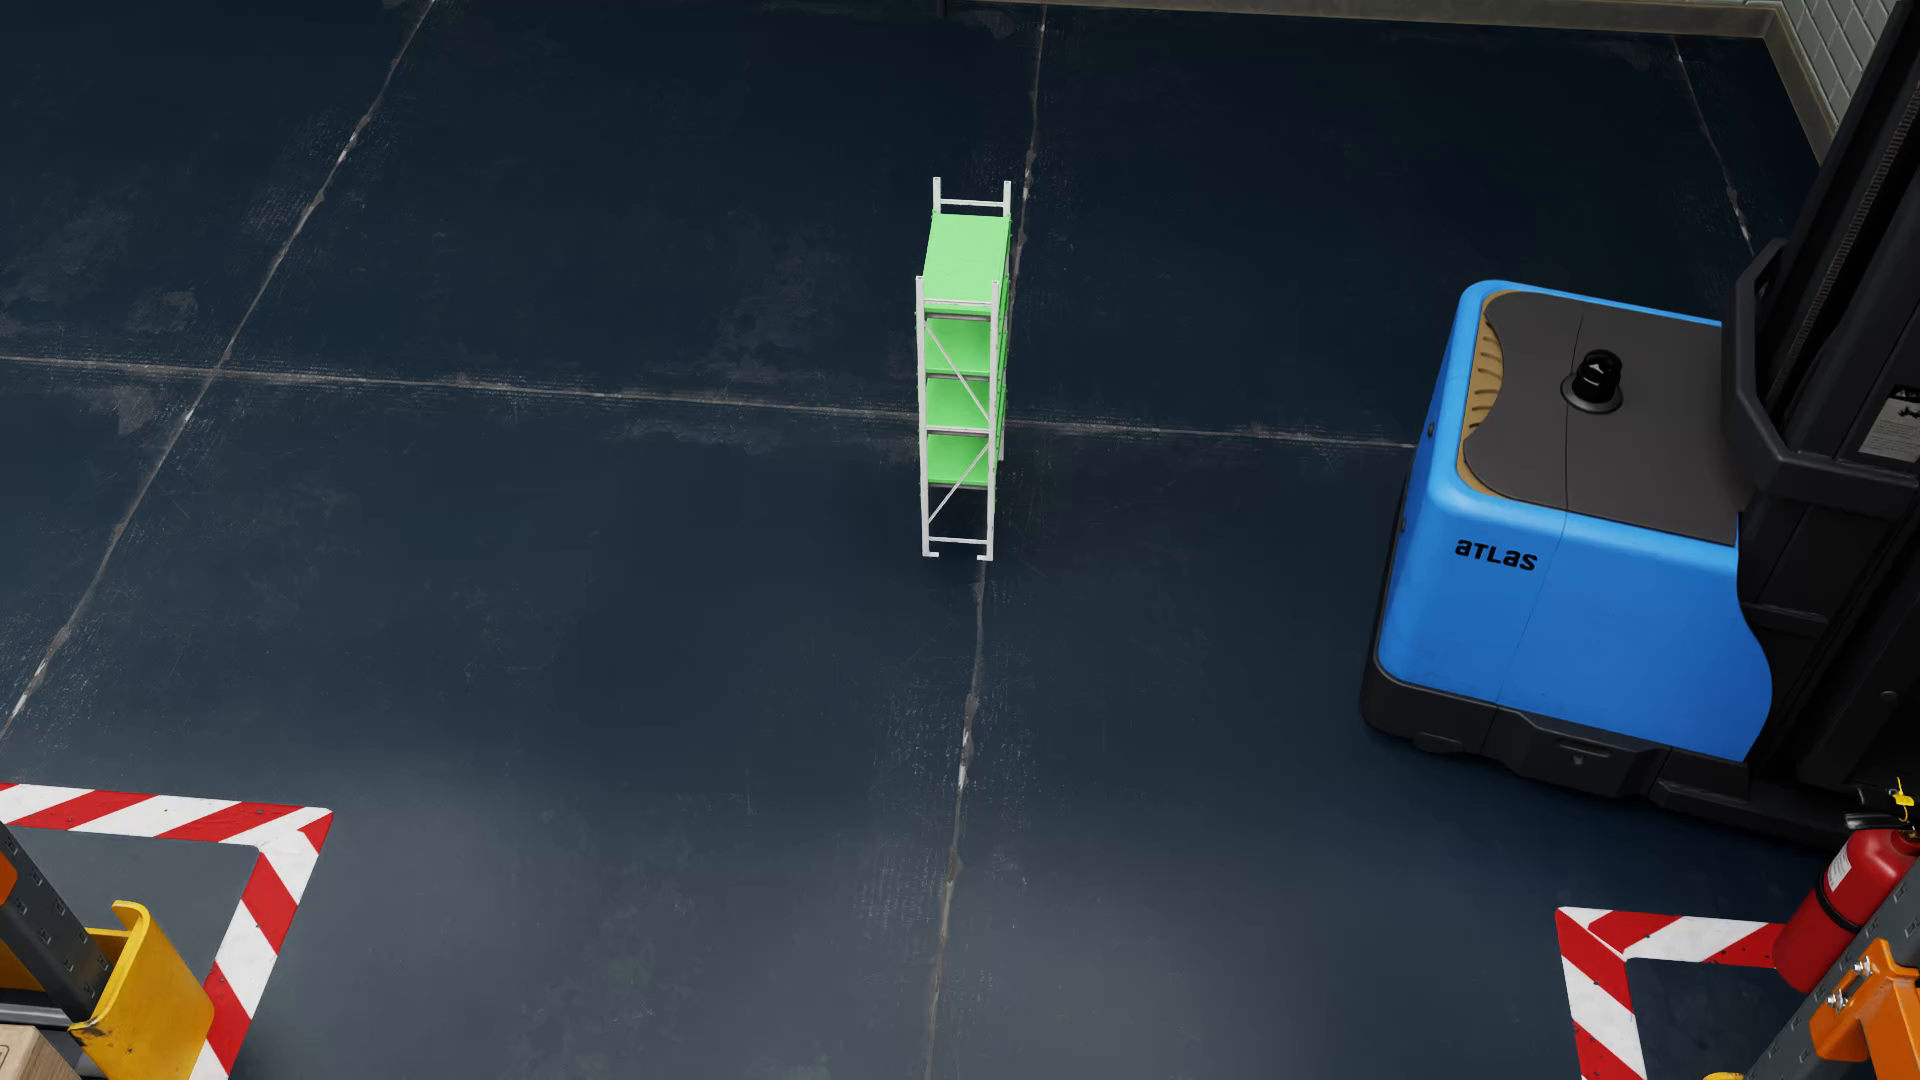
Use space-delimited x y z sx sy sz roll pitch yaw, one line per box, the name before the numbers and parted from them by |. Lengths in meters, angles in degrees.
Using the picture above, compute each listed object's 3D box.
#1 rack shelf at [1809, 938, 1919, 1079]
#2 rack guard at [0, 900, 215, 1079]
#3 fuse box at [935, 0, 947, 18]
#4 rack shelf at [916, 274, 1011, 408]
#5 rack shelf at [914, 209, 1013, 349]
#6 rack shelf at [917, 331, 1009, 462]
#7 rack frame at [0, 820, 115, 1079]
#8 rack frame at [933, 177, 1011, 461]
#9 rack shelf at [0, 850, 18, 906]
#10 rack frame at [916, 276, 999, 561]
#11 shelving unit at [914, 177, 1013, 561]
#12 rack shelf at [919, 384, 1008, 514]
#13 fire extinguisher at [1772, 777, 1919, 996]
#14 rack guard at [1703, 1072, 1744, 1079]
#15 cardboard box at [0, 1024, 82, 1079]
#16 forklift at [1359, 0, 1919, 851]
rack shelf | 2.124 2.400 2.010 1.077 0.370 4.000 4 48 4
rack guard | -2.635 1.182 4.330 1.175 0.500 0.348 4 48 4
fuse box | -0.068 -3.106 7.431 0.539 1.711 0.414 4 48 4
rack shelf | 0.015 -0.645 5.289 0.258 0.148 0.480 4 48 4
rack shelf | 0.015 -0.807 5.111 0.258 0.148 0.480 4 48 4
rack shelf | 0.015 -0.483 5.466 0.258 0.148 0.480 4 48 4
rack frame | -2.637 0.356 3.391 1.000 3.000 0.127 4 48 4
rack frame | 0.037 -0.706 5.583 0.240 1.200 0.015 4 48 4
rack shelf | -2.820 2.069 2.313 1.077 0.370 4.000 4 48 4
rack frame | -0.007 -0.347 5.255 0.240 1.200 0.015 4 48 4
shelving unit | 0.015 -0.527 5.419 0.258 1.200 0.503 4 48 4
rack shelf | 0.015 -0.321 5.643 0.258 0.148 0.480 4 48 4
fire extinguisher | 1.859 0.700 3.382 0.296 0.674 0.183 4 48 4
rack guard | 2.299 1.587 3.960 1.175 0.500 0.348 4 48 4
cardboard box | -2.598 1.571 3.732 0.875 0.438 0.875 2 48 2
forklift | 2.820 -0.401 4.130 3.031 2.935 1.130 13 49 12
